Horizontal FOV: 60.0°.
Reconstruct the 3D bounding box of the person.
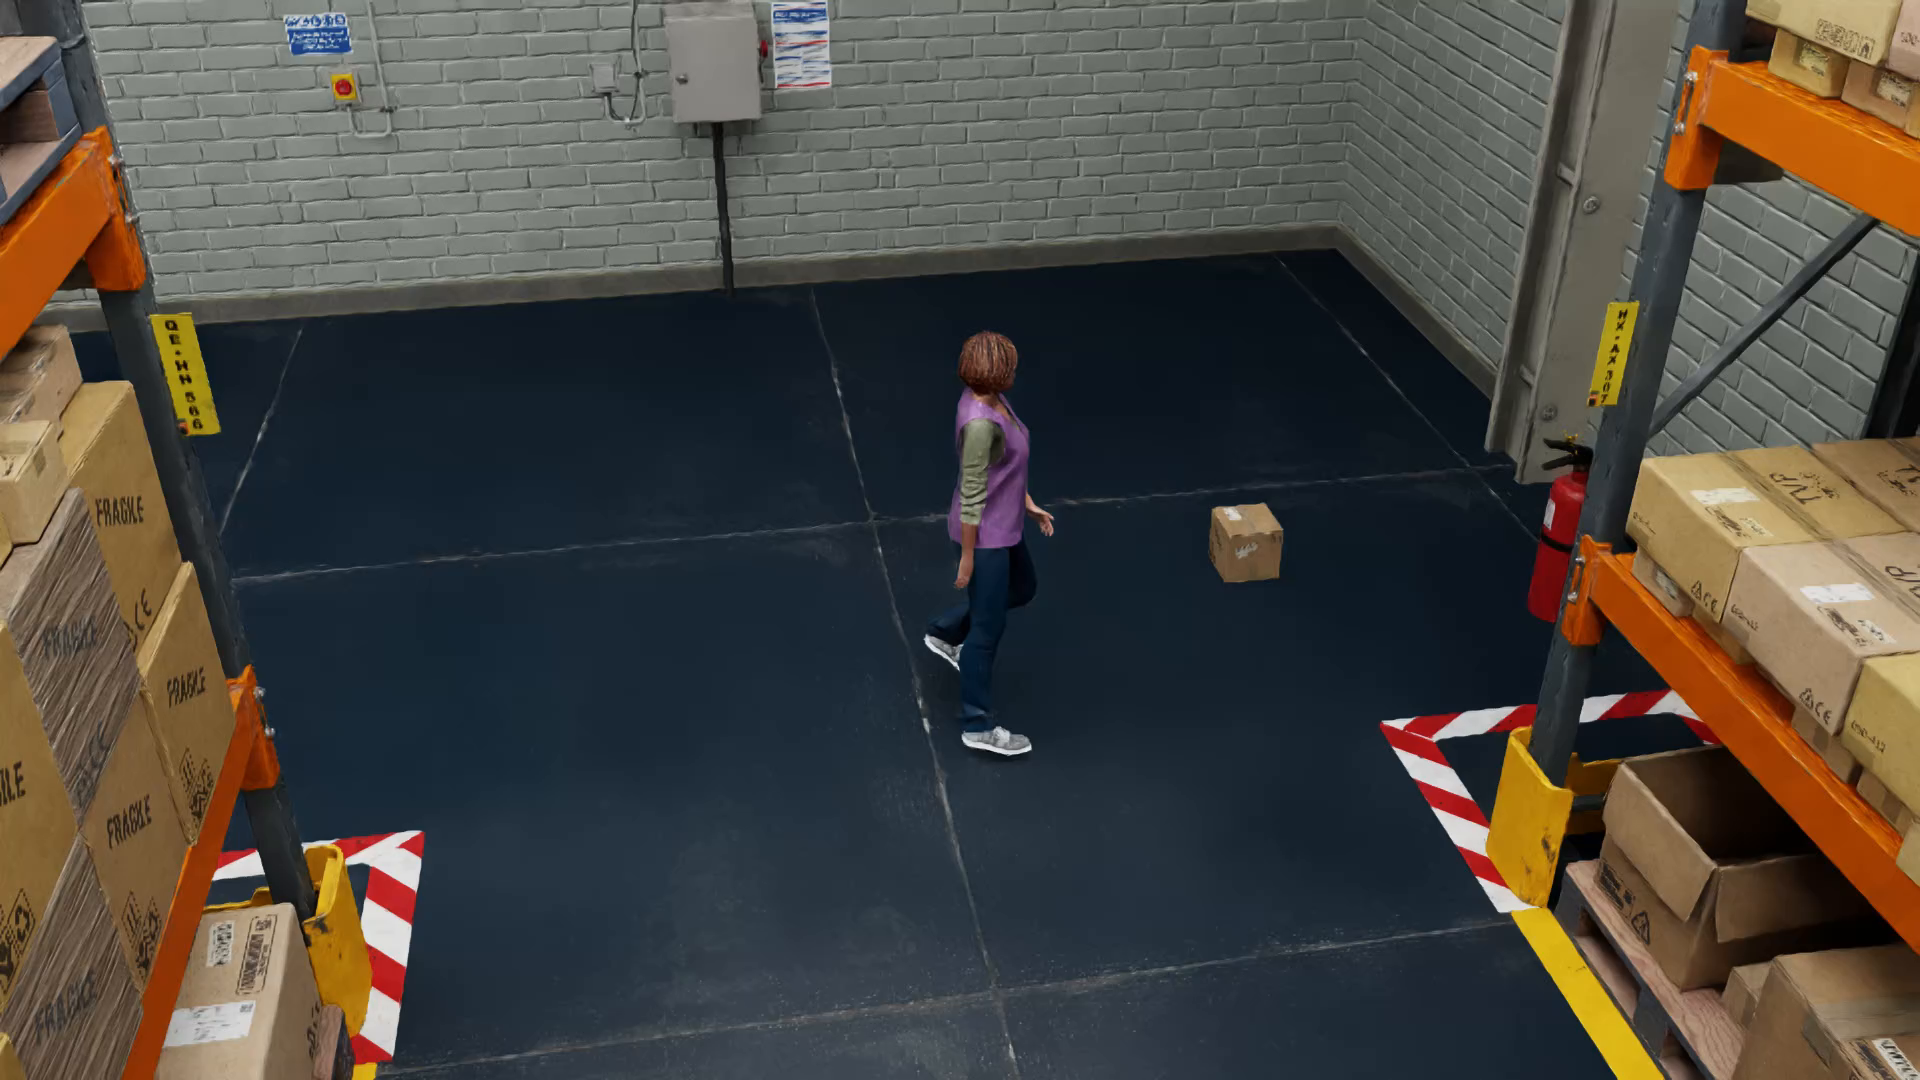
[{"bbox_3d":[0.104,0.008,6.139,0.500,1.576,0.566,0,31,1],"label":"person"}]
